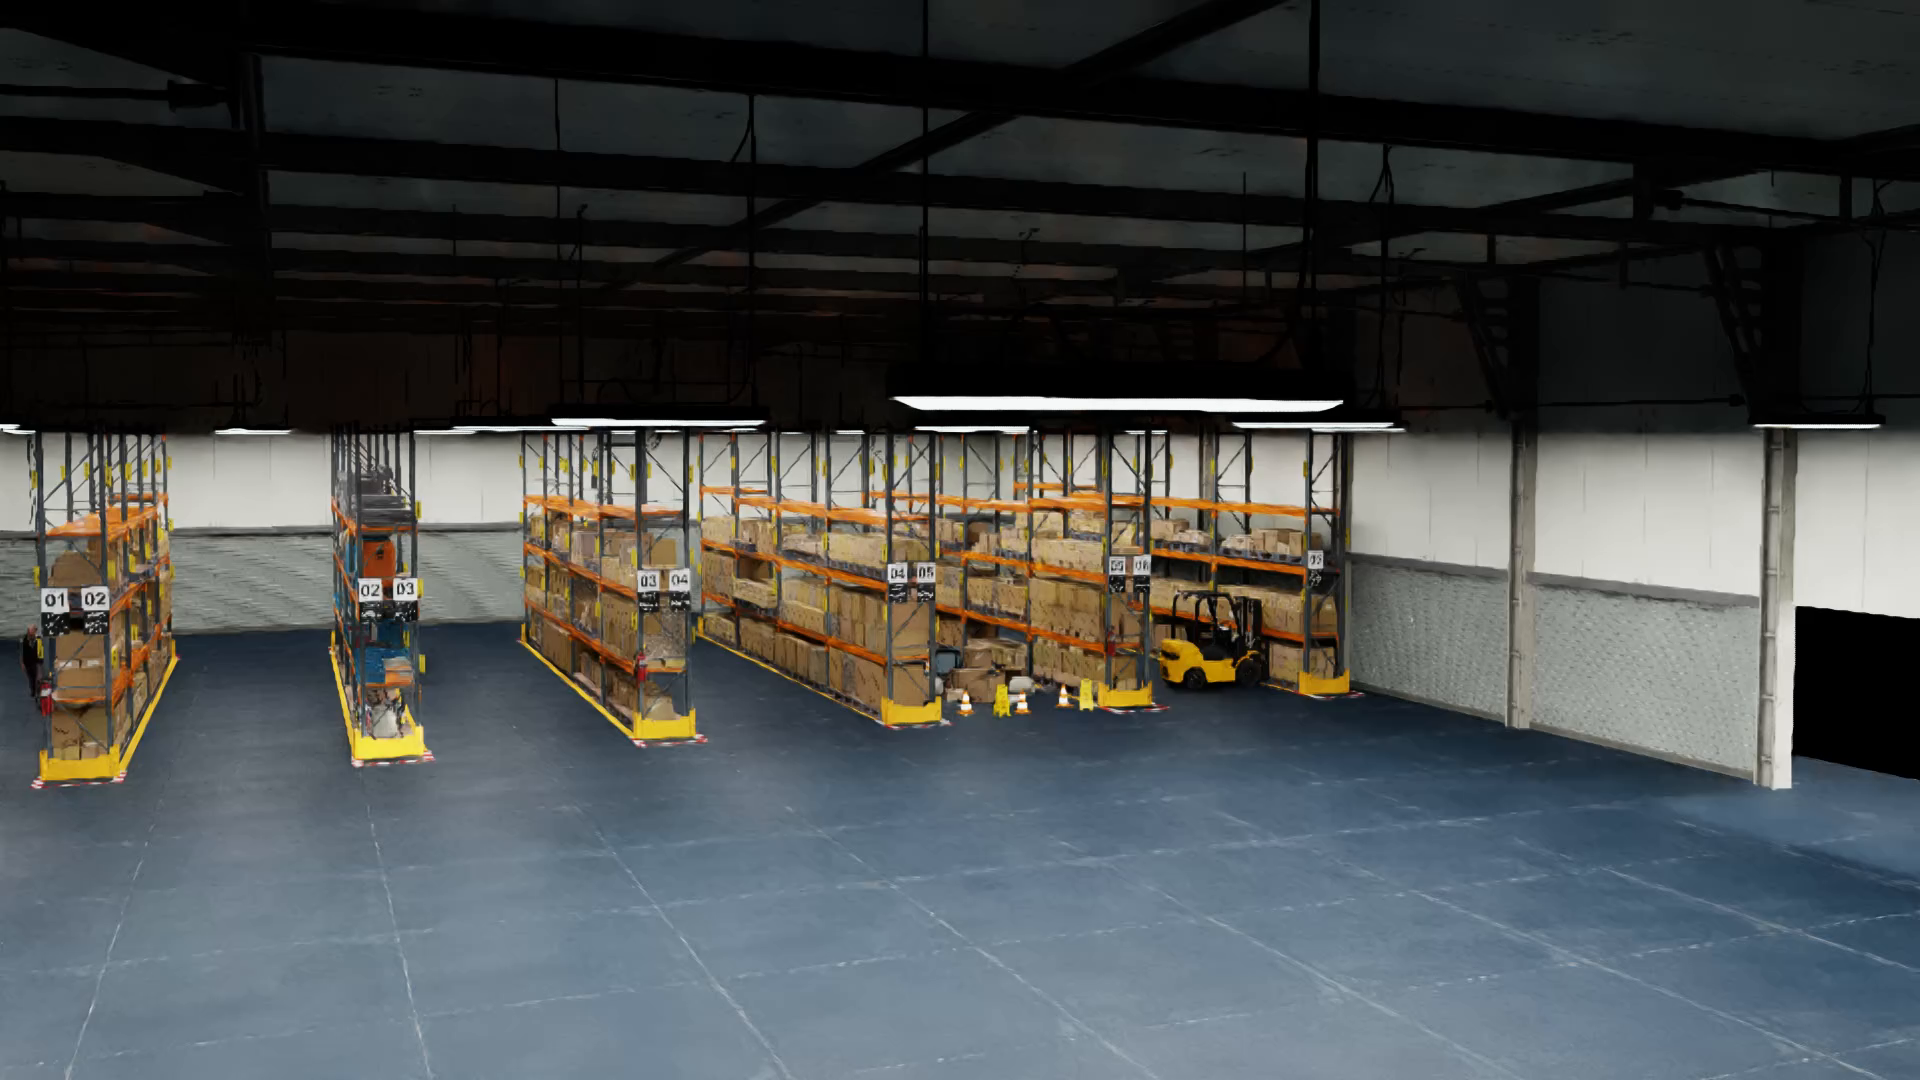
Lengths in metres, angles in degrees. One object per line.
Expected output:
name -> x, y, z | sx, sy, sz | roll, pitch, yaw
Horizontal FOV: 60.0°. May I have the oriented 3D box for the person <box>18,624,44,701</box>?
person -> -20.057, 2.641, 35.972 | 0.543, 1.648, 1.115 | -1, 4, -20
